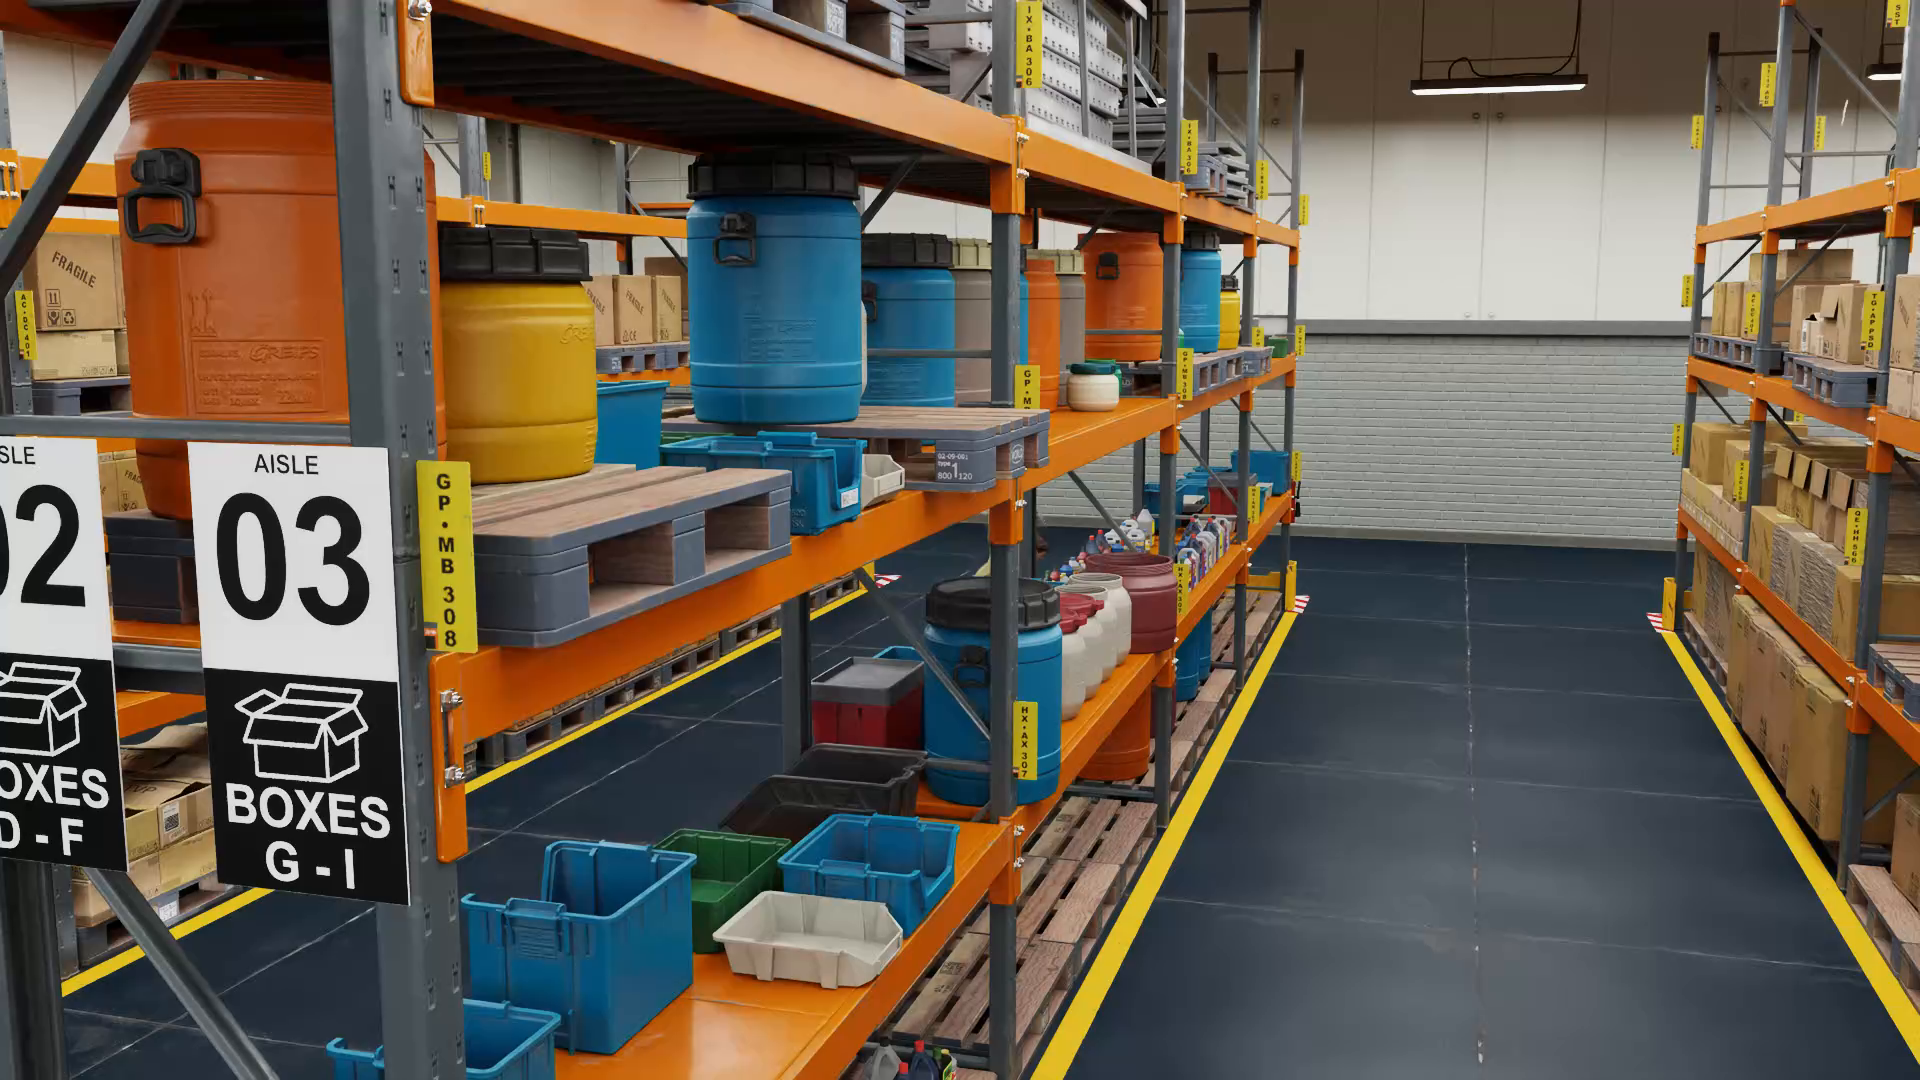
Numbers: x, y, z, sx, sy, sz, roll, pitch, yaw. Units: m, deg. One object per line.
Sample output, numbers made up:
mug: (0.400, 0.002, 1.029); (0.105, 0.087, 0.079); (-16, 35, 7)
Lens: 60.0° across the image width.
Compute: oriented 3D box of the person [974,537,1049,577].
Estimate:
person: (0.521, 0.529, 16.922); (0.764, 0.901, 0.495); (2, 9, 16)
